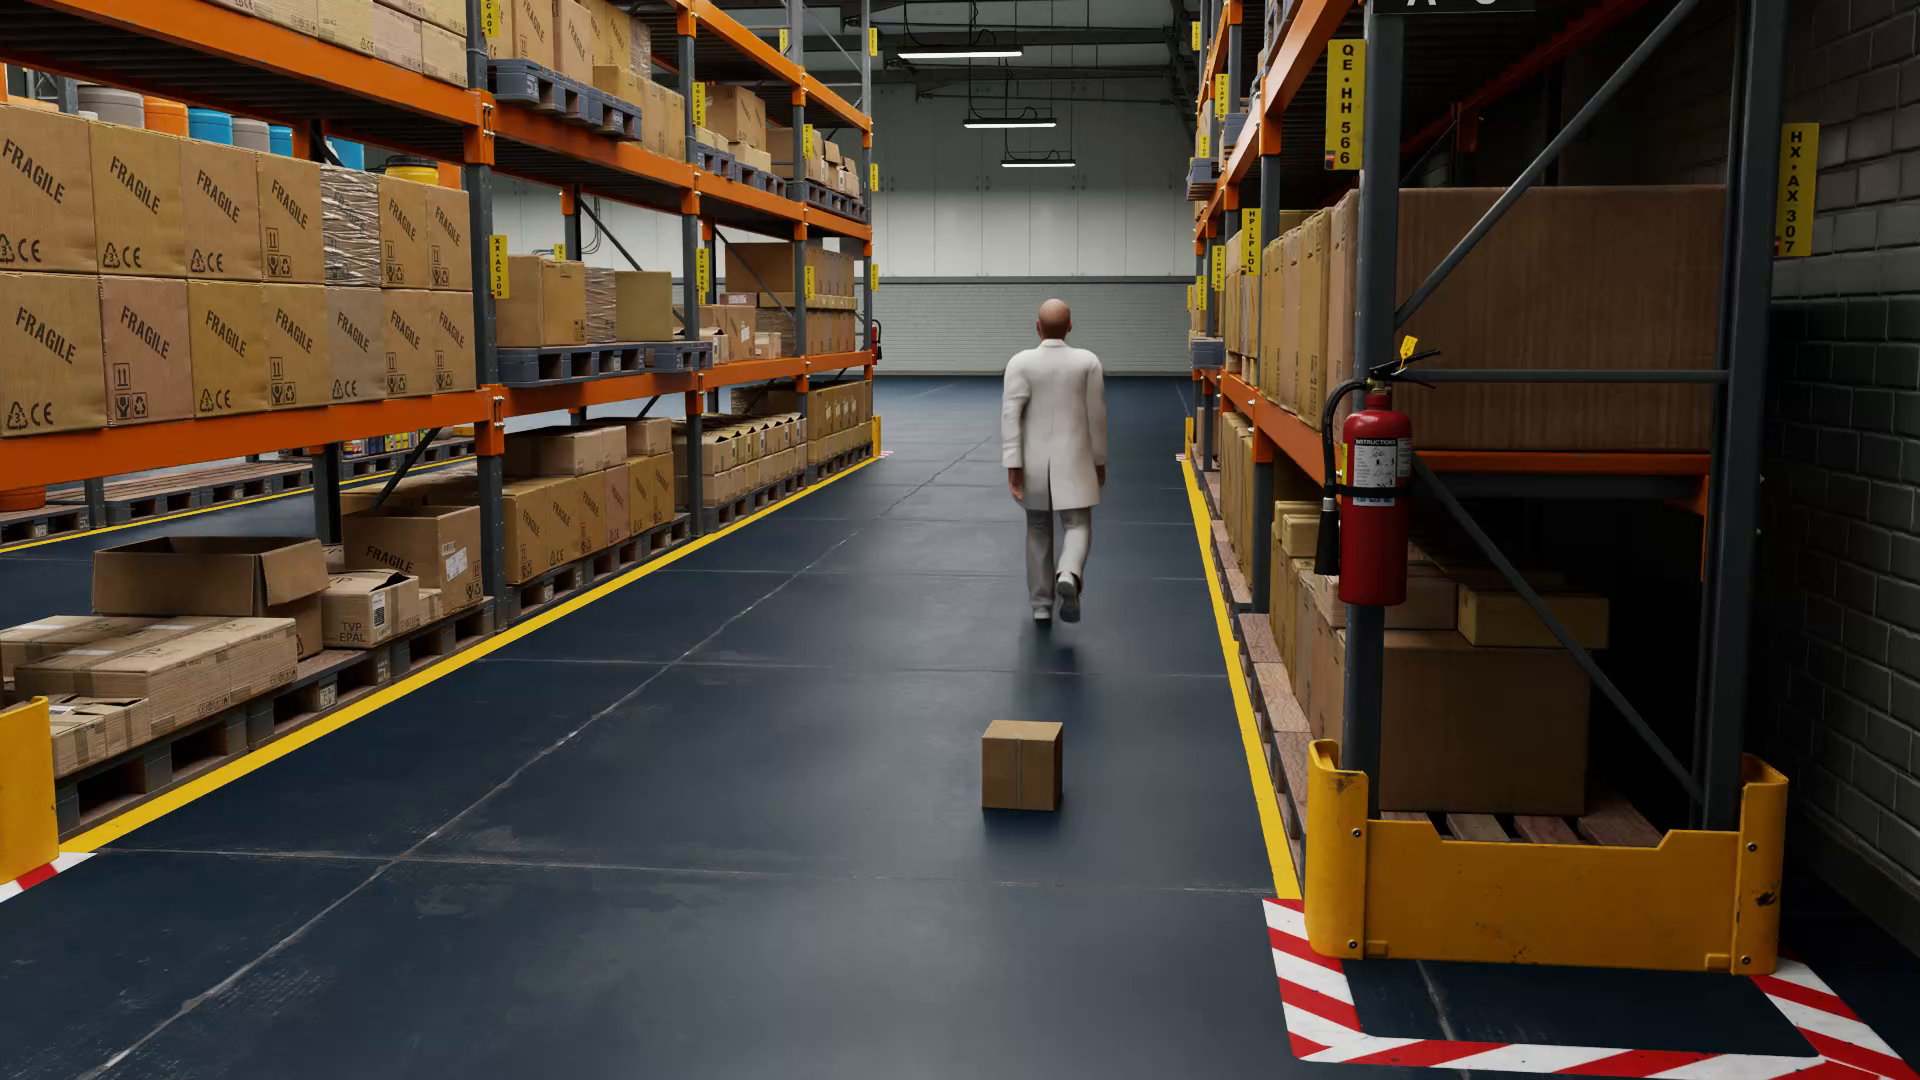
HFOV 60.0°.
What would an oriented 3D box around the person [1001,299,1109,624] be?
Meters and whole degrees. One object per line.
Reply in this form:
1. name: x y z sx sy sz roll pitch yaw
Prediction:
1. person: 0.515 -0.415 8.939 0.563 1.743 0.858 1 8 8
